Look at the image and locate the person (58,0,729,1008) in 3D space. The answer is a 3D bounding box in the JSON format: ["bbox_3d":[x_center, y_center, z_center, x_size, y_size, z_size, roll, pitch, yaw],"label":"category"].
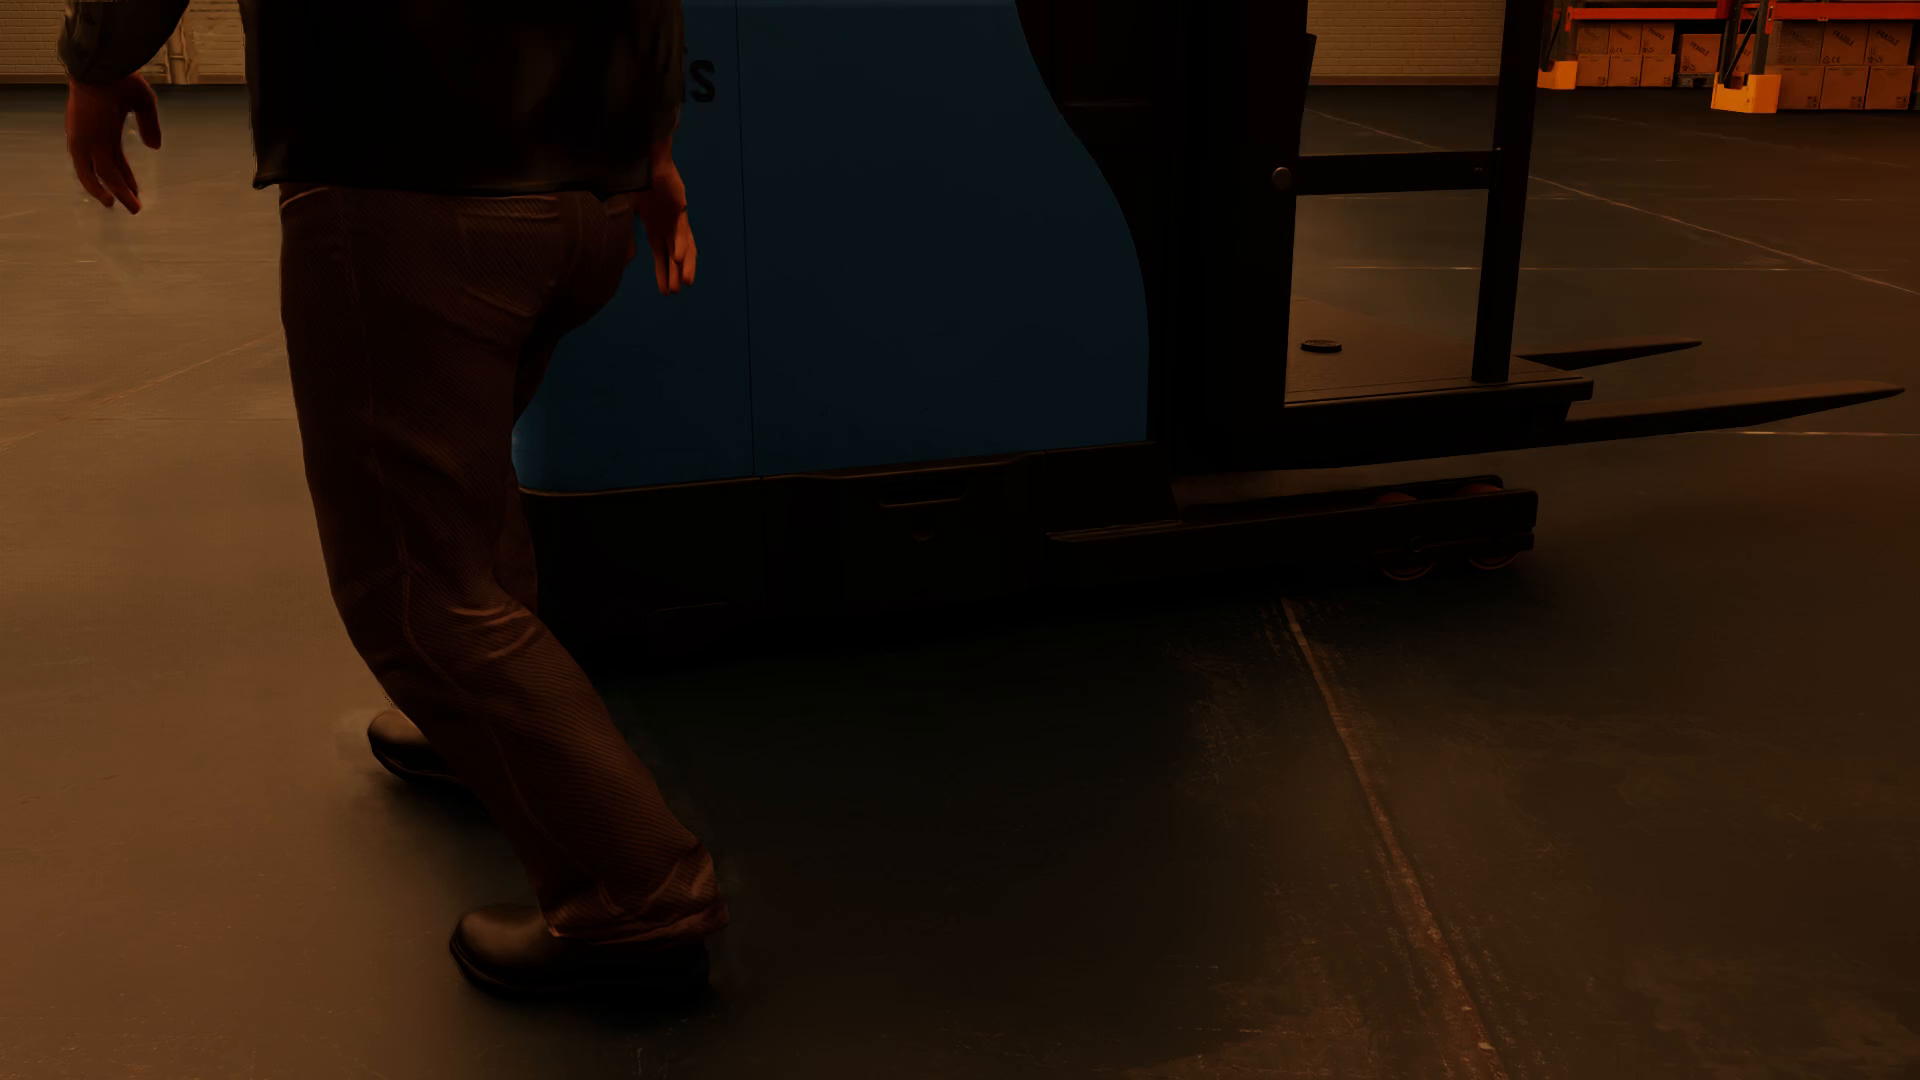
[{"bbox_3d":[-0.543,-0.378,1.814,0.718,1.659,0.662,6,18,17],"label":"person"}]

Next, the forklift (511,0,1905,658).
[{"bbox_3d":[0.571,-1.462,3.137,3.031,2.935,1.130,-6,18,-19],"label":"forklift"}]
